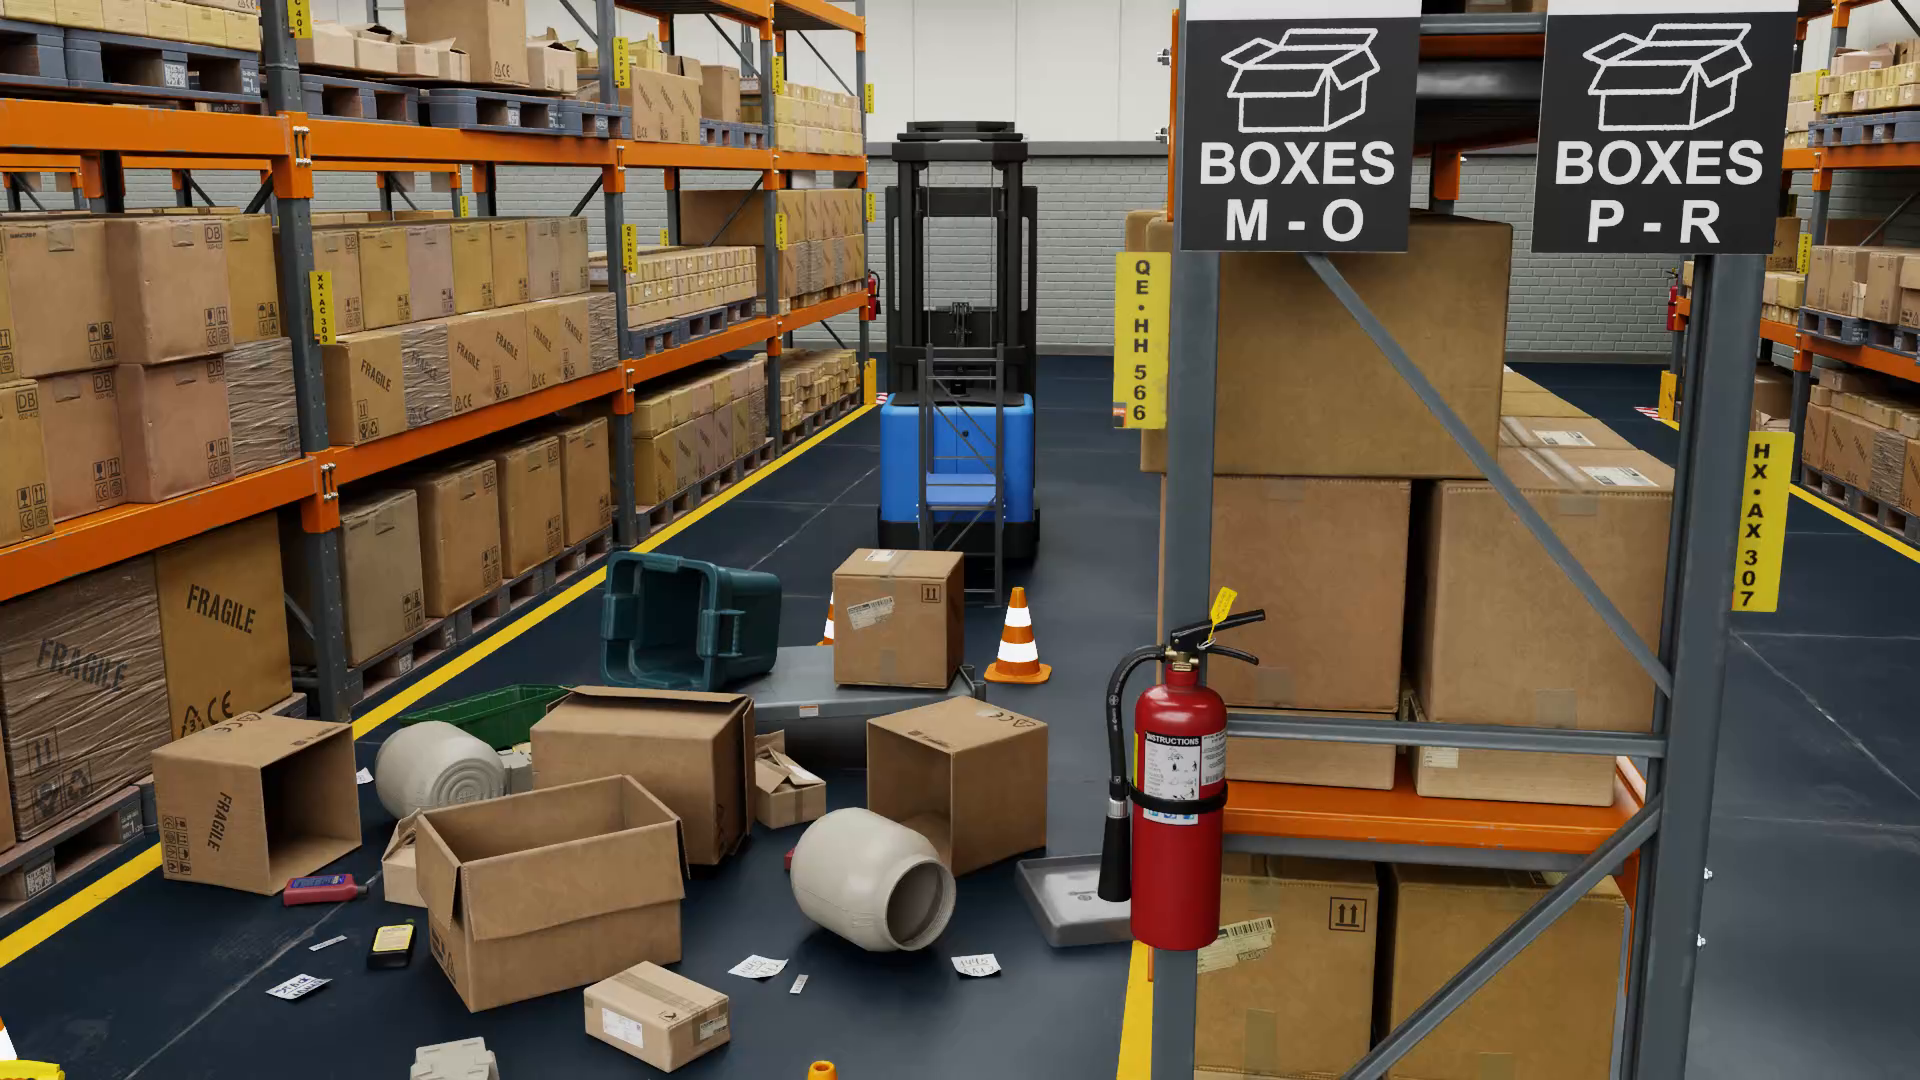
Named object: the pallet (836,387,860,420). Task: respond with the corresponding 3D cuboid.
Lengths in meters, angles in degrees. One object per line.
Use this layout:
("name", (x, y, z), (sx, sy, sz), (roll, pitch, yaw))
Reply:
("pallet", (-1.736, -1.549, 18.680), (1.003, 0.211, 1.213), (2, 12, 9))

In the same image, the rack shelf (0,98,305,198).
("rack shelf", (-3.717, -1.296, 5.475), (1.077, 0.370, 4.000), (2, 12, 9))

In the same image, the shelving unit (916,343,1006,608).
("shelving unit", (0.019, -0.431, 10.435), (0.538, 1.500, 1.048), (0, 12, 2))

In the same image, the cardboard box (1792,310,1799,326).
("cardboard box", (7.432, -1.916, 14.358), (0.380, 0.149, 0.250), (2, 12, 9))

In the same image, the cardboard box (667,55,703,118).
("cardboard box", (-2.547, -3.668, 13.531), (0.797, 0.503, 0.637), (2, 12, 8))

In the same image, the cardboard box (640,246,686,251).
("cardboard box", (-2.694, -2.569, 14.983), (0.380, 0.149, 0.250), (3, 12, 12))

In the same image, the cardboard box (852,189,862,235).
("cardboard box", (-1.389, -3.676, 18.612), (0.500, 0.500, 0.500), (2, 12, 7))

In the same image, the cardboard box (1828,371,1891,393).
("cardboard box", (7.322, -1.288, 13.540), (0.380, 0.149, 0.250), (1, 12, 6))

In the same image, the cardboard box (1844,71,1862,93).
("cardboard box", (7.102, -3.550, 12.880), (0.380, 0.149, 0.250), (2, 12, 8))

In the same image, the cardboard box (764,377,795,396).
("cardboard box", (-1.821, -1.486, 16.127), (0.380, 0.149, 0.250), (3, 12, 11))

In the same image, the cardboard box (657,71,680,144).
("cardboard box", (-2.374, -3.160, 12.180), (0.500, 0.500, 0.500), (2, 12, 9))

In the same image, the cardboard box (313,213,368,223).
("cardboard box", (-6.580, -3.186, 17.526), (0.500, 0.500, 0.500), (1, 12, 7))

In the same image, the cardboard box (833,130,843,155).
("cardboard box", (-1.533, -4.176, 17.488), (0.500, 0.250, 0.500), (2, 12, 11))

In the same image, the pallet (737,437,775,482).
("pallet", (-2.297, -0.738, 14.916), (1.003, 0.211, 1.213), (2, 12, 9))

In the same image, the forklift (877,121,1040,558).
("forklift", (0.016, -1.565, 12.300), (1.130, 2.935, 3.031), (0, 12, 1))

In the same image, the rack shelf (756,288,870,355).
("rack shelf", (-1.872, -2.328, 17.383), (1.077, 0.370, 4.000), (2, 12, 9))

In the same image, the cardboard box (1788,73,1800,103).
("cardboard box", (7.542, -3.965, 14.617), (0.500, 0.250, 0.500), (2, 12, 8))

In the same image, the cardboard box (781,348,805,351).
("cardboard box", (-1.980, -2.100, 18.977), (0.380, 0.149, 0.250), (1, 12, 6))

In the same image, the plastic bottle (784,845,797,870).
("plastic bottle", (-0.554, 1.186, 6.346), (0.133, 0.061, 0.283), (4, 13, 18))

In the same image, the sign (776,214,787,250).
("sign", (-1.630, -2.812, 15.173), (0.100, 0.325, 0.005), (2, 12, 9))

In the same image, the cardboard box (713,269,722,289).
("cardboard box", (-2.205, -2.184, 13.902), (0.380, 0.149, 0.250), (1, 12, 6))

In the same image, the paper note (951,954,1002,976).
("paper note", (0.055, 1.391, 5.466), (0.142, 0.019, 0.148), (-2, 12, -11))

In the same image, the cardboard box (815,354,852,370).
("cardboard box", (-1.405, -1.971, 18.379), (0.380, 0.149, 0.250), (2, 12, 7))

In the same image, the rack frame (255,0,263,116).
("rack frame", (-7.065, -5.378, 15.586), (1.000, 3.000, 0.127), (2, 12, 9))

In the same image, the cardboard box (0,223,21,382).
("cardboard box", (-3.763, -0.787, 5.604), (0.875, 0.550, 0.500), (2, 12, 9))

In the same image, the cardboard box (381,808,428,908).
("cardboard box", (-1.854, 1.156, 5.998), (0.396, 0.266, 0.258), (4, 13, 18))

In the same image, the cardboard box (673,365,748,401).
("cardboard box", (-2.136, -1.343, 14.263), (0.500, 0.250, 0.500), (2, 12, 11))

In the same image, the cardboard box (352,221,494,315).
("cardboard box", (-3.105, -1.556, 9.485), (0.700, 0.500, 0.500), (2, 12, 8))

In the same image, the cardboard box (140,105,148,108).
("cardboard box", (-7.322, -3.848, 14.821), (0.500, 0.311, 0.500), (1, 12, 7))

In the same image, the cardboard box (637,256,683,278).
("cardboard box", (-2.370, -2.112, 12.862), (0.380, 0.149, 0.250), (2, 12, 11))

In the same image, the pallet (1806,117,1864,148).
("pallet", (7.463, -3.205, 13.070), (1.213, 0.211, 1.003), (2, 12, 9))

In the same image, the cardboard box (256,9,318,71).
("cardboard box", (-3.459, -2.397, 7.999), (0.500, 0.250, 0.500), (2, 12, 9))

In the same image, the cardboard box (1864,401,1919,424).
("cardboard box", (7.216, -0.976, 12.799), (0.380, 0.149, 0.250), (2, 12, 9))

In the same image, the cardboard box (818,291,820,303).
("cardboard box", (-1.662, -2.522, 17.171), (0.380, 0.149, 0.250), (2, 12, 11))

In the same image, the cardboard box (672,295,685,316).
("cardboard box", (-2.365, -1.823, 12.934), (0.380, 0.149, 0.250), (2, 12, 11))

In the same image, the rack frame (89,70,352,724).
("rack frame", (-3.410, -0.598, 7.647), (1.000, 3.000, 0.127), (2, 12, 9))

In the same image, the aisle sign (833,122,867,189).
("aisle sign", (-1.256, -4.372, 18.990), (0.394, 0.787, 0.004), (2, 12, 9))

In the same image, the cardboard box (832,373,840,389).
("cardboard box", (-1.508, -1.717, 17.906), (0.380, 0.149, 0.250), (2, 12, 9))

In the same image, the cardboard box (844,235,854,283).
("cardboard box", (-1.463, -3.081, 18.227), (0.500, 0.500, 0.500), (2, 12, 8))

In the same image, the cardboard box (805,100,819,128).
("cardboard box", (-1.696, -4.201, 16.415), (0.500, 0.250, 0.500), (2, 12, 10))

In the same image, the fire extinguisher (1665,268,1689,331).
("fire extinguisher", (7.814, -2.622, 18.108), (0.296, 0.674, 0.183), (2, 12, 9))

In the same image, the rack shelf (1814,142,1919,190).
("rack shelf", (7.325, -2.662, 11.814), (1.077, 0.370, 4.000), (2, 12, 9))

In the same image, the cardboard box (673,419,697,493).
("cardboard box", (-2.360, -0.658, 12.861), (0.500, 0.500, 0.500), (2, 12, 9))

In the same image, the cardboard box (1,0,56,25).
("cardboard box", (-3.344, -1.844, 5.673), (0.380, 0.149, 0.250), (2, 12, 8))

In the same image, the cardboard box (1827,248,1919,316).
("cardboard box", (7.258, -2.017, 12.997), (0.700, 0.500, 0.500), (2, 12, 9))

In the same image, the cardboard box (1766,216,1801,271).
("cardboard box", (7.682, -2.837, 15.908), (0.500, 0.500, 0.500), (2, 12, 10))

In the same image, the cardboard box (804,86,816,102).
("cardboard box", (-1.646, -4.420, 16.487), (0.380, 0.149, 0.250), (3, 12, 11))

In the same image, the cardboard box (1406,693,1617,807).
("cardboard box", (1.139, 0.433, 3.461), (0.380, 0.149, 0.250), (2, 12, 9))

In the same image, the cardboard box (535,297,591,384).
("cardboard box", (-2.676, -1.273, 10.544), (0.500, 0.500, 0.500), (2, 12, 9))

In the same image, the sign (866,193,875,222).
("sign", (-1.019, -3.794, 18.981), (0.100, 0.325, 0.005), (2, 12, 9))

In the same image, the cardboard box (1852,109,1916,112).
("cardboard box", (7.178, -3.404, 12.908), (0.380, 0.149, 0.250), (2, 12, 9))

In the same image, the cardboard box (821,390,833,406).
("cardboard box", (-1.568, -1.519, 17.692), (0.380, 0.149, 0.250), (2, 12, 10))

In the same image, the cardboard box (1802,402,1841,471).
("cardboard box", (7.336, -0.854, 13.771), (0.500, 0.500, 0.500), (2, 12, 11))

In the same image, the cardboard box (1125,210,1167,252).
("cardboard box", (0.807, -0.637, 4.512), (0.700, 0.500, 0.500), (2, 12, 8))
